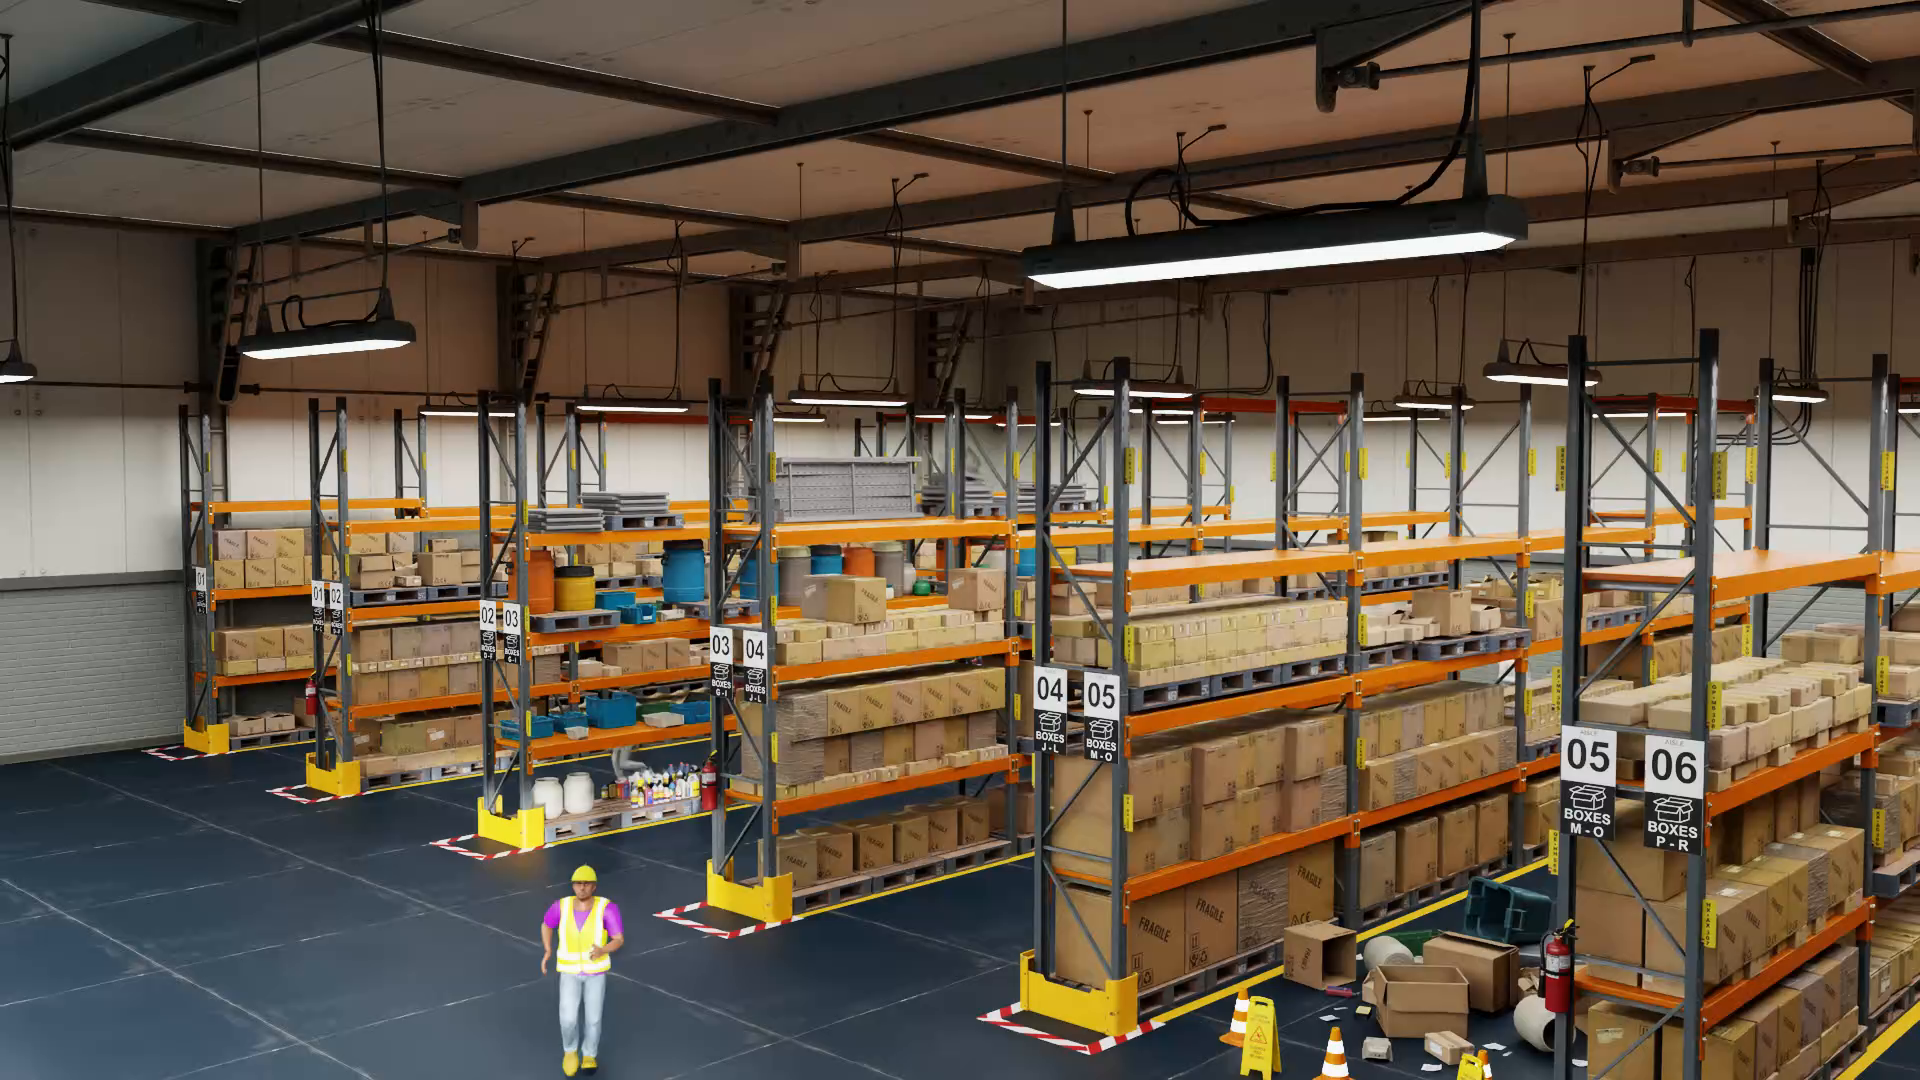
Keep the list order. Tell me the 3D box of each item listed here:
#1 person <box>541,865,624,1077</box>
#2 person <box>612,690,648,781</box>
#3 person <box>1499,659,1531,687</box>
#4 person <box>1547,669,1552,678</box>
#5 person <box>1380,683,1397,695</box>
[{"bbox_3d":[-3.112,3.558,13.699,0.685,1.740,0.665,-1,3,-10],"label":"person"},{"bbox_3d":[-5.039,3.061,25.277,0.636,1.580,0.539,-3,4,-41],"label":"person"},{"bbox_3d":[9.884,2.722,29.482,0.690,1.781,0.940,0,3,-6],"label":"person"},{"bbox_3d":[9.549,2.918,26.696,0.814,1.713,0.637,-3,4,-43],"label":"person"},{"bbox_3d":[6.565,2.952,25.345,0.666,1.759,0.831,2,4,37],"label":"person"}]
